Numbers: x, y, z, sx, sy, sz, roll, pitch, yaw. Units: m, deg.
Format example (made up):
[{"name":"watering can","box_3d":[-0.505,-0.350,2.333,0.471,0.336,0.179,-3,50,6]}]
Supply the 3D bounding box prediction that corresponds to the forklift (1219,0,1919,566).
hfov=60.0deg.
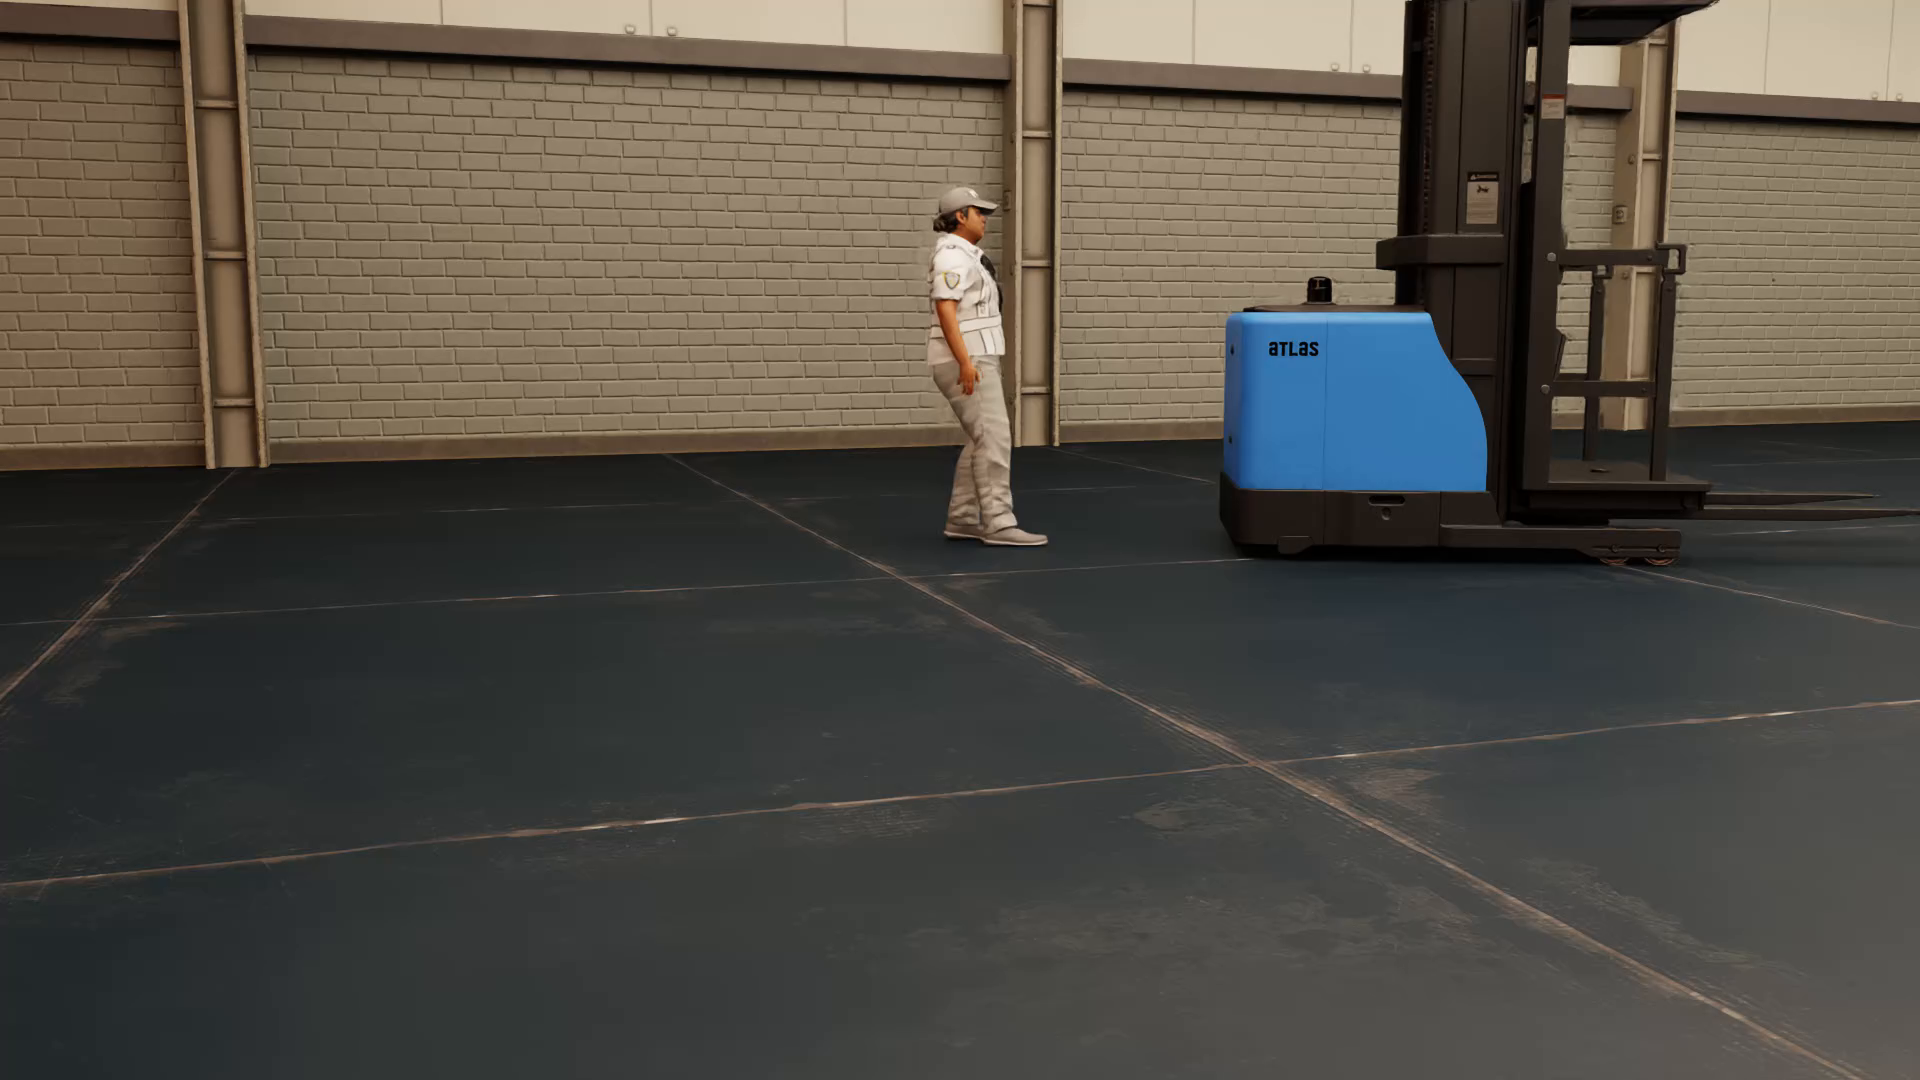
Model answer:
[{"name":"forklift","box_3d":[2.753,-1.416,7.459,3.031,2.935,1.130,1,8,5]}]

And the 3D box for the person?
[{"name":"person","box_3d":[0.143,-0.812,7.806,0.584,1.663,0.588,1,8,7]}]
